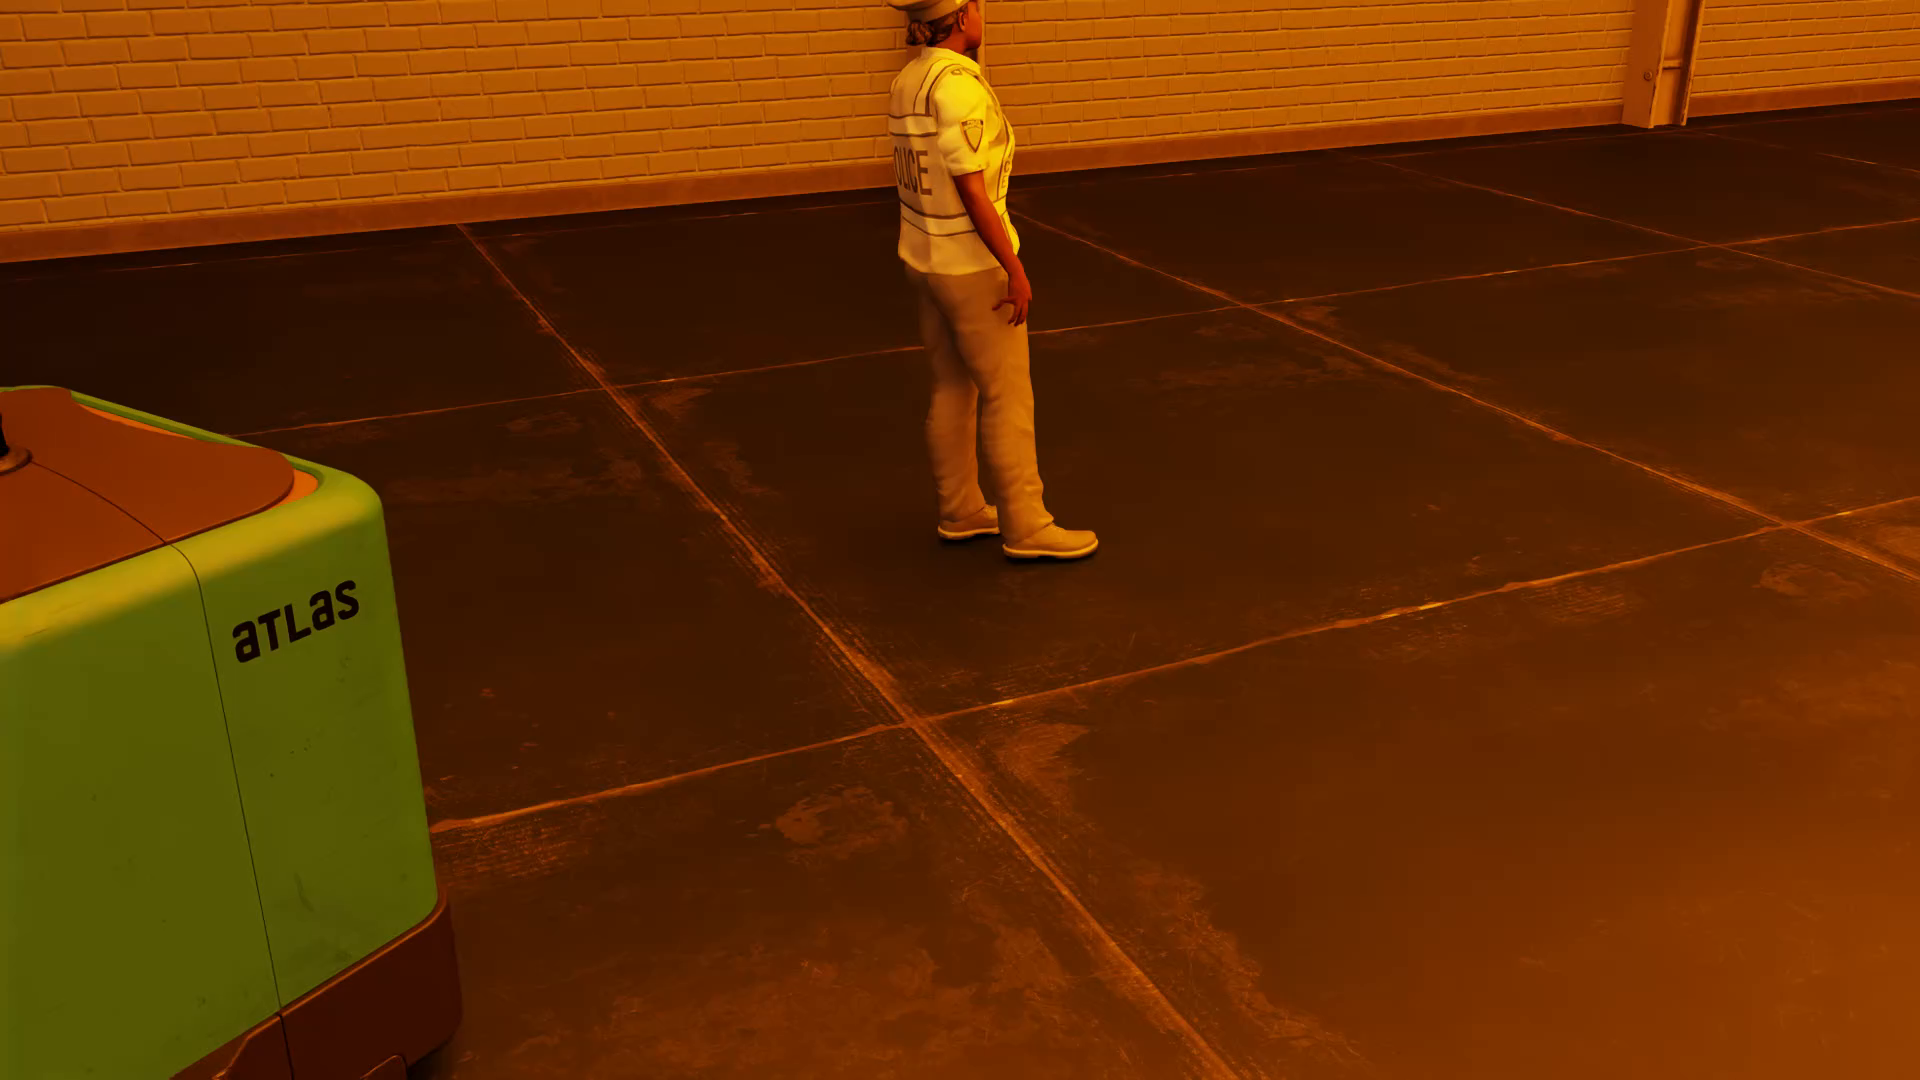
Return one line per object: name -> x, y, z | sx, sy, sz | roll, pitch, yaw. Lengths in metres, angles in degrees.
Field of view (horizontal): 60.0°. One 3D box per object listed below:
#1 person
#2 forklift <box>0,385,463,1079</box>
person -> 0.077, -0.795, 4.791 | 0.528, 1.695, 0.569 | -10, 25, -23
forklift -> -2.103, -0.086, 1.494 | 1.130, 2.935, 3.031 | 14, 27, 31
